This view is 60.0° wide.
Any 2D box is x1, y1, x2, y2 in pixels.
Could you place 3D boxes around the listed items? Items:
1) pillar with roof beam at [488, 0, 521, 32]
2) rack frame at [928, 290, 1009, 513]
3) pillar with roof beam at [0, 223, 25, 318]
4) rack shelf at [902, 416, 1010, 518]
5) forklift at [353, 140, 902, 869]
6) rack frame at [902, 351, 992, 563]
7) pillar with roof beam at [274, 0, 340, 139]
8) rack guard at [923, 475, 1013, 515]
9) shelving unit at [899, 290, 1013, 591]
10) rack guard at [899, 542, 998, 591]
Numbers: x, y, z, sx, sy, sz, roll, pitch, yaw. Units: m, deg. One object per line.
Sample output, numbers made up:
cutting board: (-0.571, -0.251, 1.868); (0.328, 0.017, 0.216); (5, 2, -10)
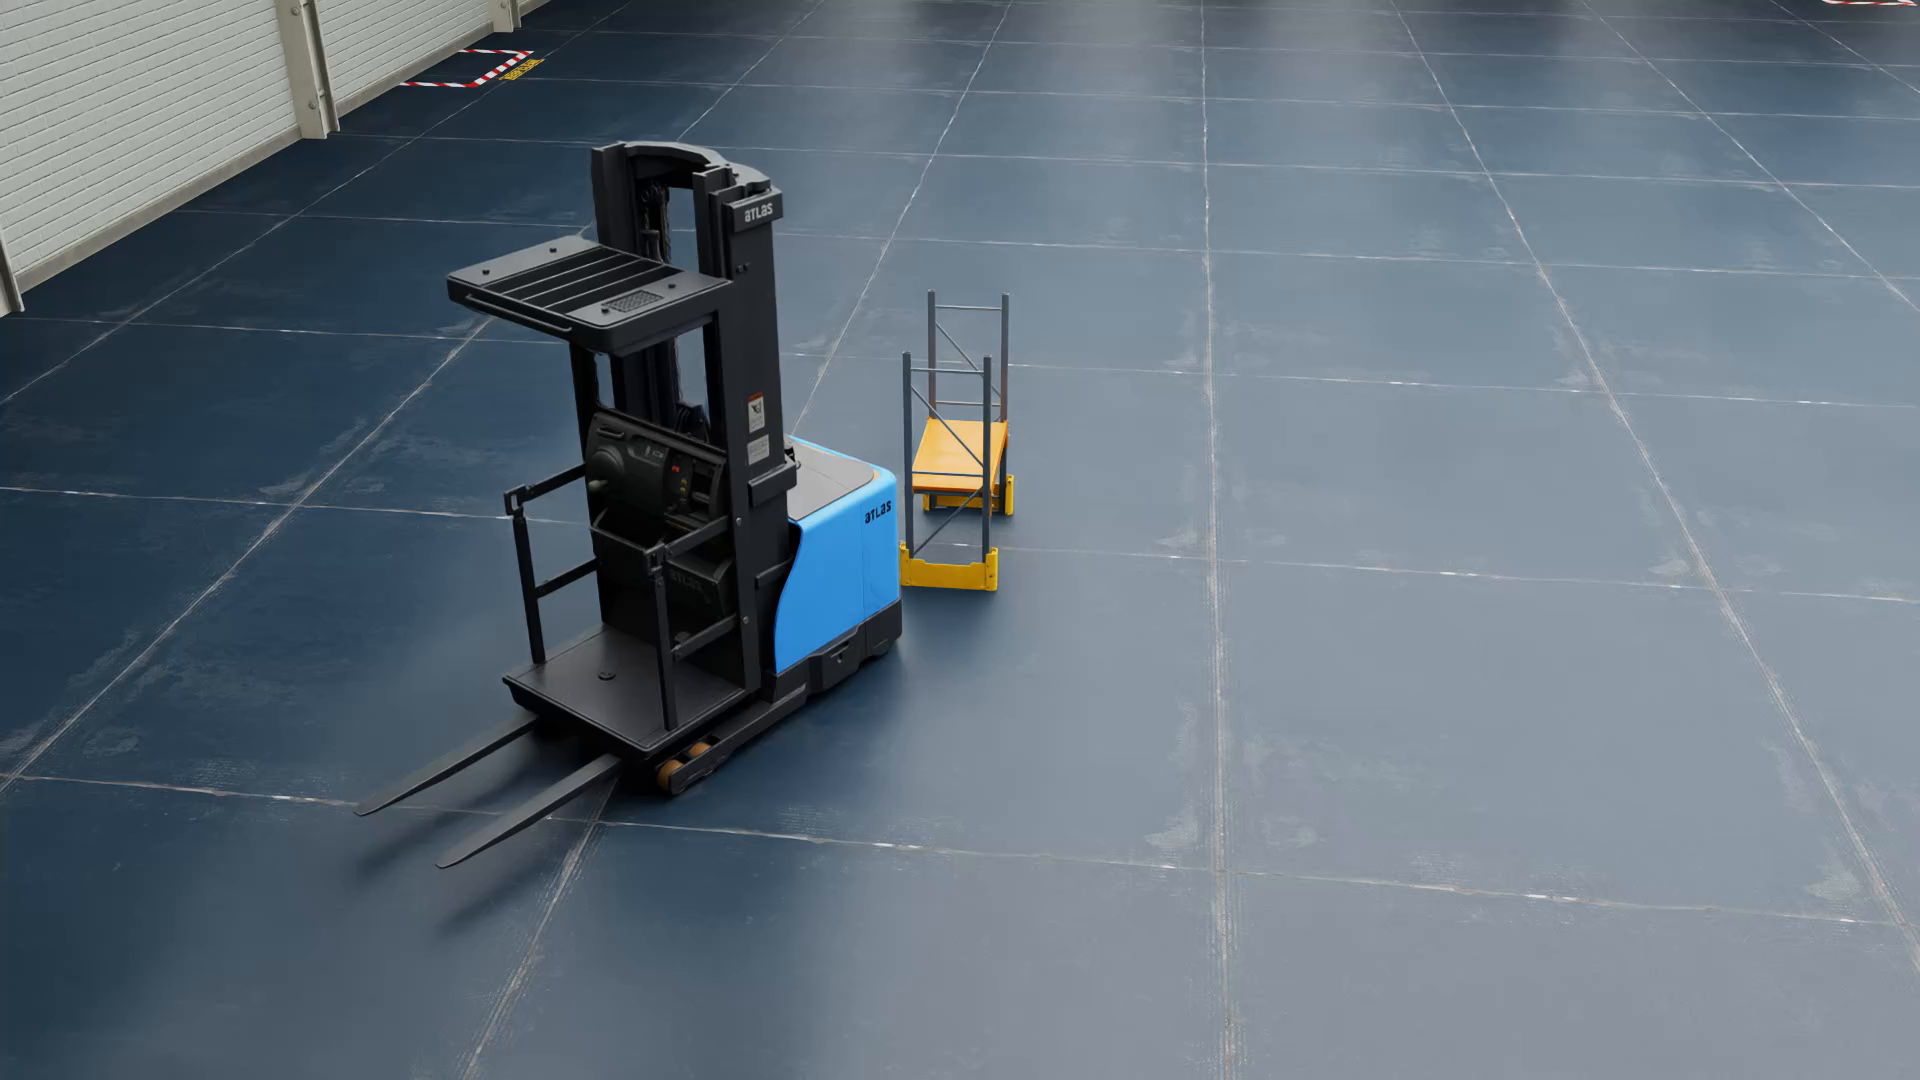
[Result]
pillar with roof beam: (-2.413, -11.243, 21.924); (9.100, 9.000, 0.400); (3, 28, 6)
rack frame: (0.052, -0.859, 10.556); (0.500, 1.500, 0.032); (3, 28, 6)
pillar with roof beam: (-3.883, -5.595, 11.439); (9.100, 9.000, 0.400); (3, 28, 6)
rack shelf: (-0.010, -0.462, 10.197); (0.538, 0.185, 1.000); (3, 28, 6)
forklift: (-1.629, -0.301, 8.010); (1.130, 2.935, 3.031); (20, 34, 33)
rack frame: (-0.073, -0.381, 9.668); (0.500, 1.500, 0.032); (3, 28, 6)
pillar with roof beam: (-3.148, -8.419, 16.682); (9.100, 9.000, 0.400); (3, 28, 6)
rack guard: (0.052, -0.309, 10.851); (0.587, 0.250, 0.087); (3, 28, 6)
shelving unit: (-0.009, -0.624, 10.120); (0.587, 1.500, 1.083); (3, 28, 6)
rack guard: (-0.070, 0.160, 9.981); (0.587, 0.250, 0.087); (3, 28, 6)
